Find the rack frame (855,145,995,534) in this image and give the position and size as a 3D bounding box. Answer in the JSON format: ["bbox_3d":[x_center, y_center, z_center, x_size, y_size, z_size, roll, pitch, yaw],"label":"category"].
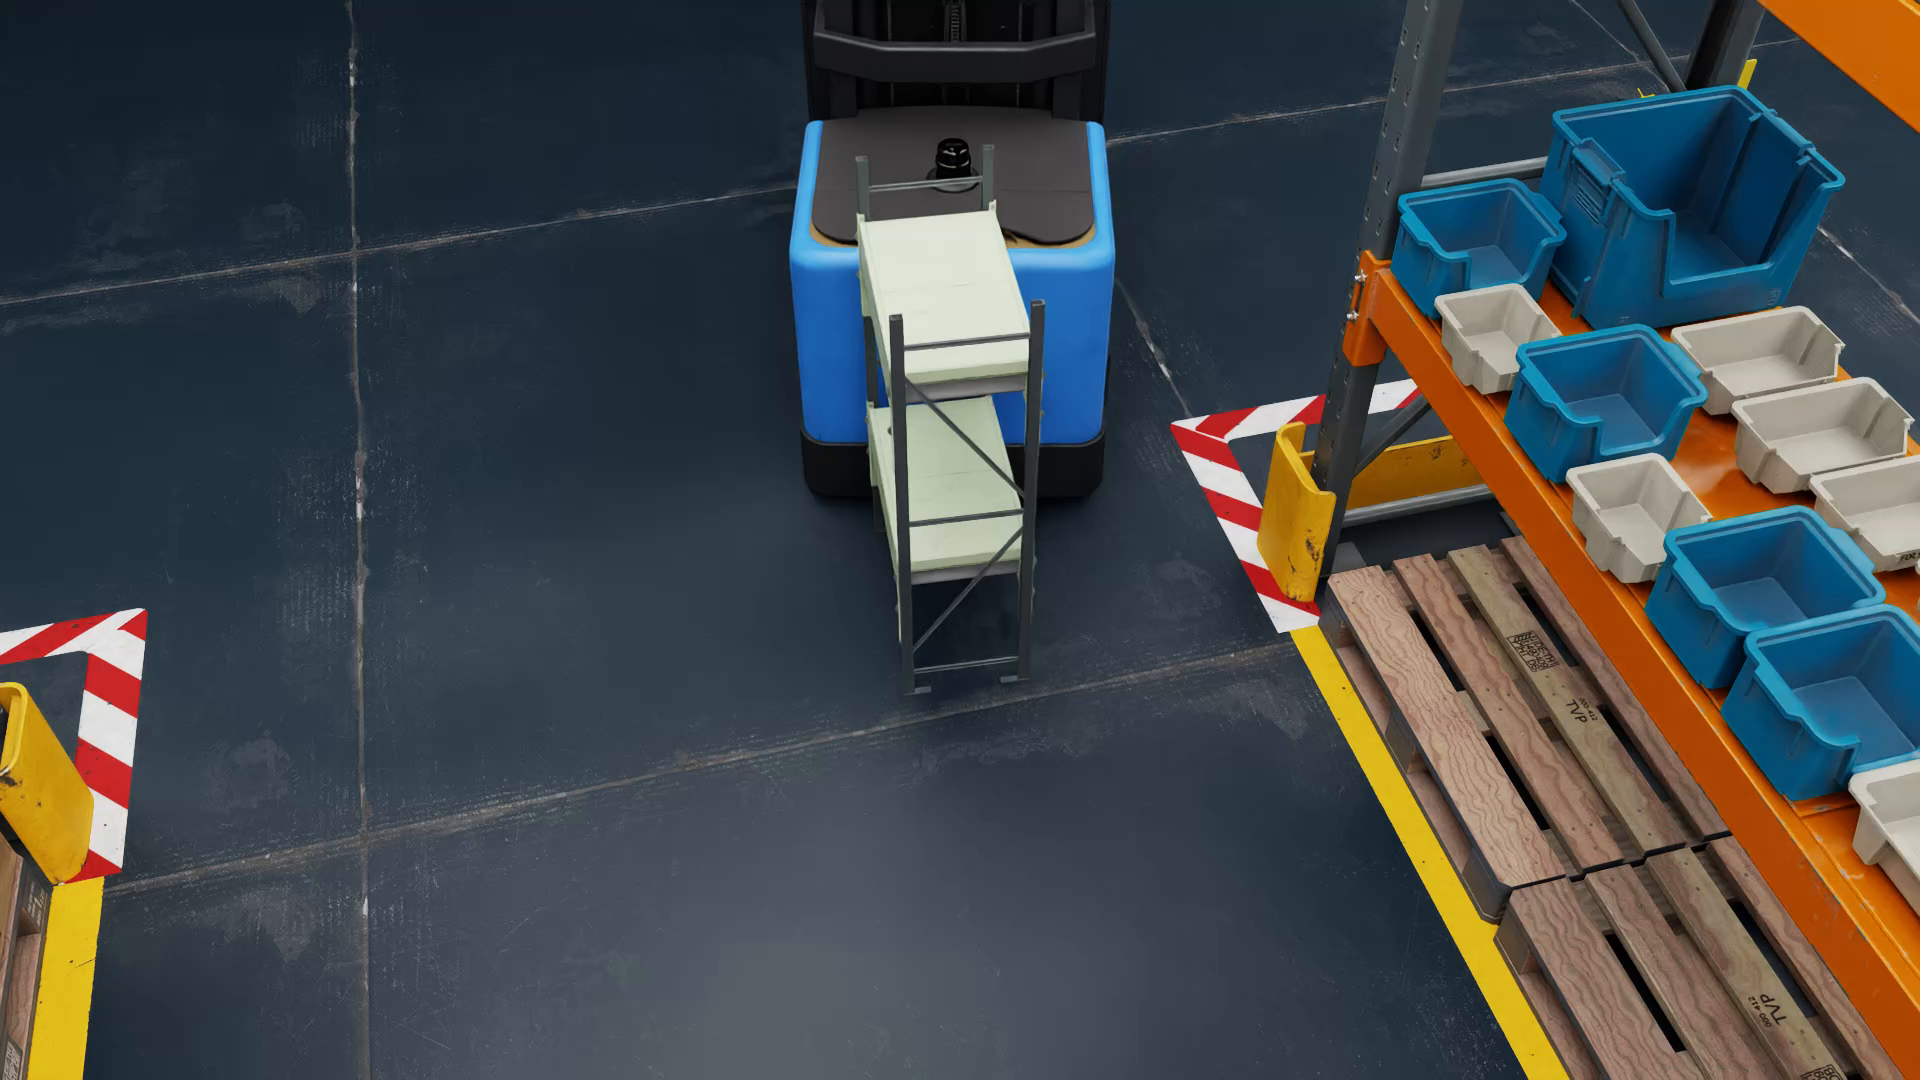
[{"bbox_3d":[-0.099,-0.576,5.265,0.400,1.500,0.023,-7,46,-6],"label":"rack frame"}]

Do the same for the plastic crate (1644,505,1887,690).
[{"bbox_3d":[1.718,0.136,3.592,0.416,0.233,0.300,-11,47,-10],"label":"plastic crate"}]

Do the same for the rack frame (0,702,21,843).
[{"bbox_3d":[-3.153,-0.139,3.786,1.000,3.000,0.127,-11,47,-10],"label":"rack frame"}]

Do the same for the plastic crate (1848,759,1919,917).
[{"bbox_3d":[1.924,0.644,3.161,0.293,0.136,0.466,-11,47,-10],"label":"plastic crate"}]

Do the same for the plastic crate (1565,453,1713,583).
[{"bbox_3d":[1.557,-0.035,3.827,0.250,0.136,0.298,-11,47,-10],"label":"plastic crate"}]

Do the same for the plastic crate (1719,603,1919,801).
[{"bbox_3d":[1.795,0.343,3.389,0.416,0.233,0.300,-11,47,-10],"label":"plastic crate"}]

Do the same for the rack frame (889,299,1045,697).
[{"bbox_3d":[0.019,-0.060,4.759,0.400,1.500,0.023,-7,46,-6],"label":"rack frame"}]

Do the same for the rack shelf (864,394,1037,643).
[{"bbox_3d":[-0.040,-0.090,5.245,0.431,0.370,0.720,-7,46,-6],"label":"rack shelf"}]

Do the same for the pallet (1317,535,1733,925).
[{"bbox_3d":[1.810,0.511,5.102,1.003,0.211,1.213,-11,47,-10],"label":"pallet"}]

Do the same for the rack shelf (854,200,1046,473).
[{"bbox_3d":[-0.040,-0.591,4.733,0.431,0.370,0.720,-7,46,-6],"label":"rack shelf"}]

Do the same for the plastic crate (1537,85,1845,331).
[{"bbox_3d":[1.903,-0.878,4.443,0.616,0.435,0.499,-11,47,-10],"label":"plastic crate"}]

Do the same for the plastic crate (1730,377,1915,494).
[{"bbox_3d":[2.080,-0.238,4.025,0.396,0.136,0.243,-11,47,-10],"label":"plastic crate"}]

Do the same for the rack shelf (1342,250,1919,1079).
[{"bbox_3d":[2.148,0.591,3.574,1.077,0.370,4.000,-11,47,-10],"label":"rack shelf"}]

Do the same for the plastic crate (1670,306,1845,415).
[{"bbox_3d":[2.020,-0.440,4.224,0.396,0.136,0.243,-11,47,-10],"label":"plastic crate"}]

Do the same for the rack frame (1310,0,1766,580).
[{"bbox_3d":[1.636,-1.042,4.671,1.000,3.000,0.127,-11,47,-10],"label":"rack frame"}]

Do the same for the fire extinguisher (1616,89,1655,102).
[{"bbox_3d":[2.037,-1.071,5.015,0.296,0.674,0.183,-11,47,-10],"label":"fire extinguisher"}]

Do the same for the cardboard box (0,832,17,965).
[{"bbox_3d":[-2.776,0.913,4.197,0.500,0.500,0.500,-11,47,-10],"label":"cardboard box"}]

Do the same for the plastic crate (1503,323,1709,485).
[{"bbox_3d":[1.550,-0.319,4.038,0.416,0.233,0.300,-11,47,-10],"label":"plastic crate"}]

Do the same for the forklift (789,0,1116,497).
[{"bbox_3d":[-0.012,-2.208,5.862,1.130,2.935,3.031,0,46,0],"label":"forklift"}]

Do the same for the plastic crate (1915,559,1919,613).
[{"bbox_3d":[2.269,0.151,3.644,0.298,0.136,0.250,-11,47,-10],"label":"plastic crate"}]

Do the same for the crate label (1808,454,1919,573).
[{"bbox_3d":[2.175,-0.050,3.841,0.396,0.136,0.243,-11,47,-10],"label":"crate label"}]

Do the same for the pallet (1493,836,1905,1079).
[{"bbox_3d":[2.119,1.351,4.278,1.003,0.211,1.213,-11,47,-10],"label":"pallet"}]

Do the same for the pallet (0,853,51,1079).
[{"bbox_3d":[-2.929,1.440,4.191,1.003,0.211,1.213,-11,47,-10],"label":"pallet"}]

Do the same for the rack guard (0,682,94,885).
[{"bbox_3d":[-3.134,0.789,4.627,1.175,0.500,0.348,-11,47,-10],"label":"rack guard"}]

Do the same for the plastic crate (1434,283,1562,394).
[{"bbox_3d":[1.383,-0.503,4.285,0.250,0.136,0.298,-11,47,-10],"label":"plastic crate"}]

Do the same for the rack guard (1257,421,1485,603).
[{"bbox_3d":[1.618,-0.181,5.577,1.175,0.500,0.348,-11,47,-10],"label":"rack guard"}]

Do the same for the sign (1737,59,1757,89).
[{"bbox_3d":[2.164,-1.211,4.722,0.100,0.325,0.005,-11,47,-10],"label":"sign"}]

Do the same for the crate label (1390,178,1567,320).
[{"bbox_3d":[1.381,-0.773,4.483,0.416,0.233,0.303,-11,47,-10],"label":"crate label"}]

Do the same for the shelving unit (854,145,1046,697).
[{"bbox_3d":[-0.040,-0.318,5.012,0.431,1.500,0.755,-7,46,-6],"label":"shelving unit"}]
